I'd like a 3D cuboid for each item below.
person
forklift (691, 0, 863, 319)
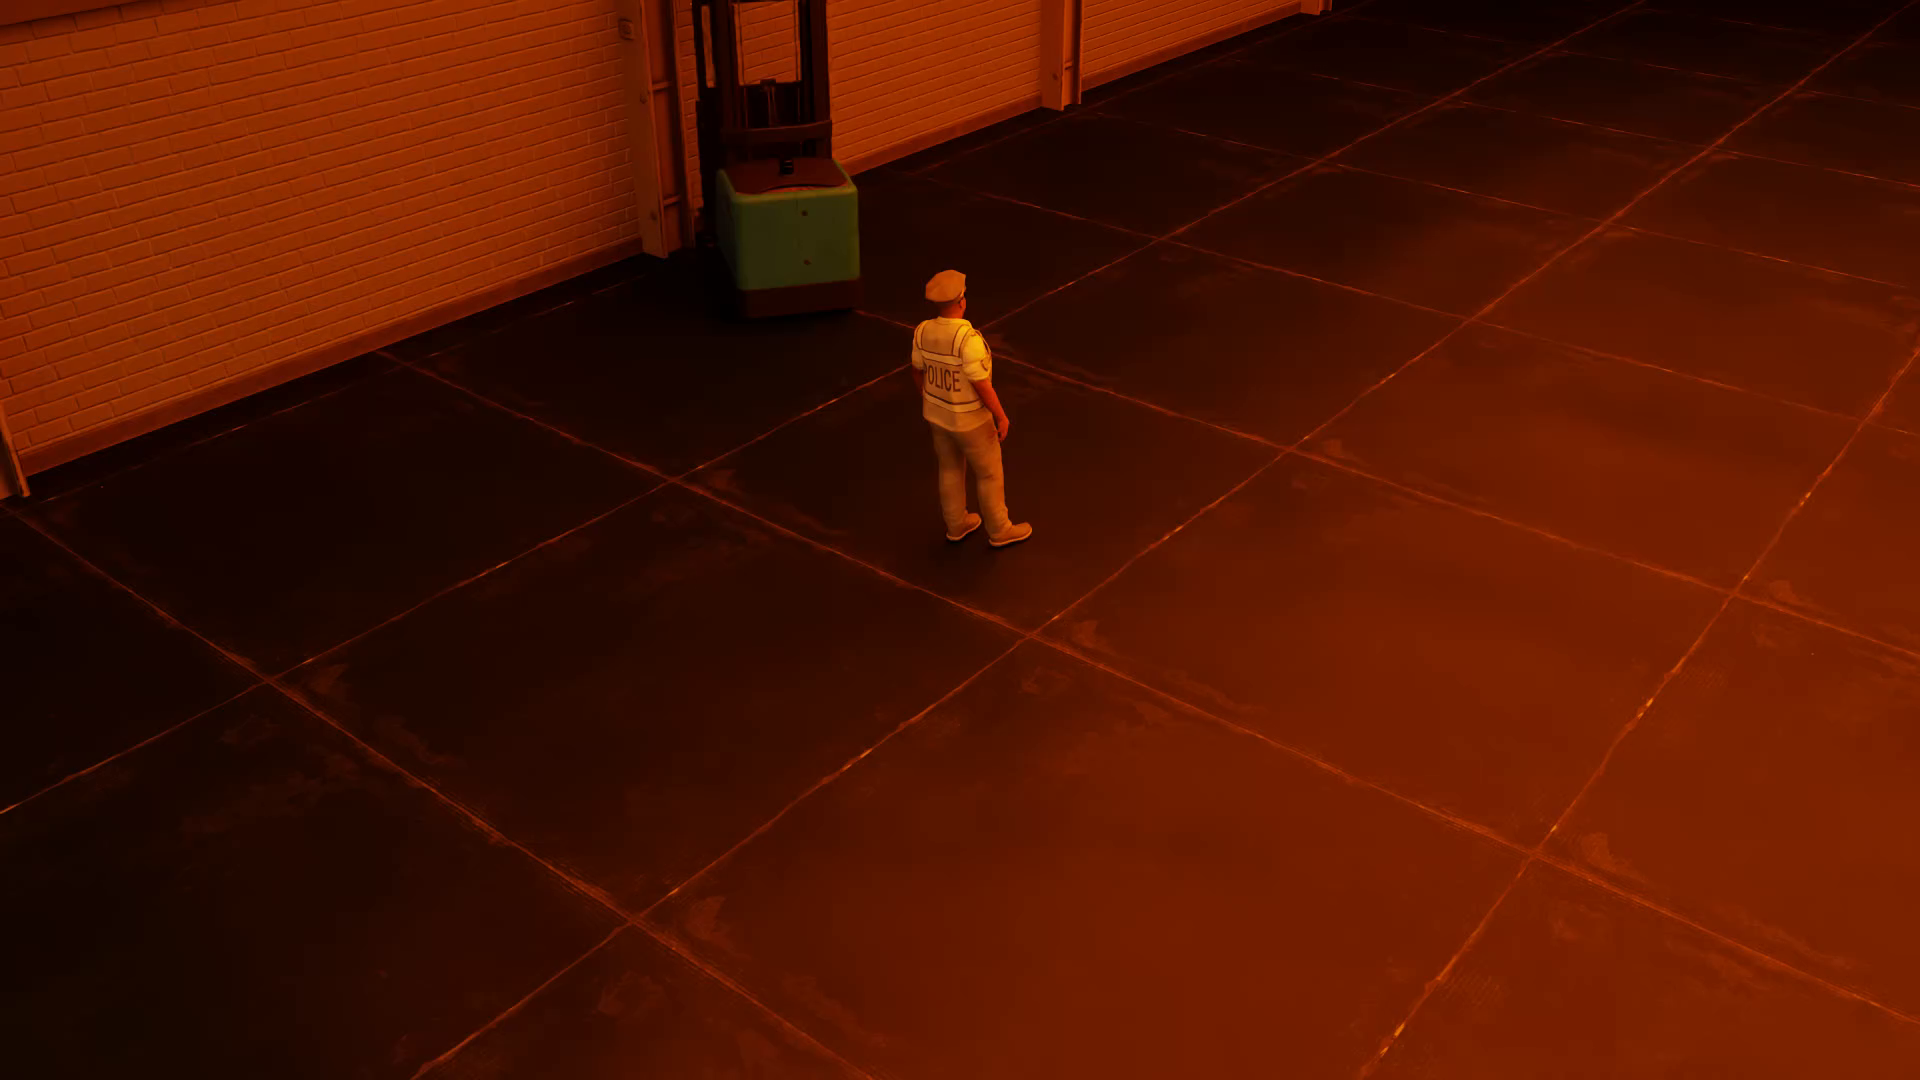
[{"bbox_3d":[0.058,-0.802,10.092,0.640,1.781,0.575,22,37,33],"label":"person"},{"bbox_3d":[-1.698,-3.782,14.068,1.130,2.935,3.031,-8,31,-14],"label":"forklift"}]
